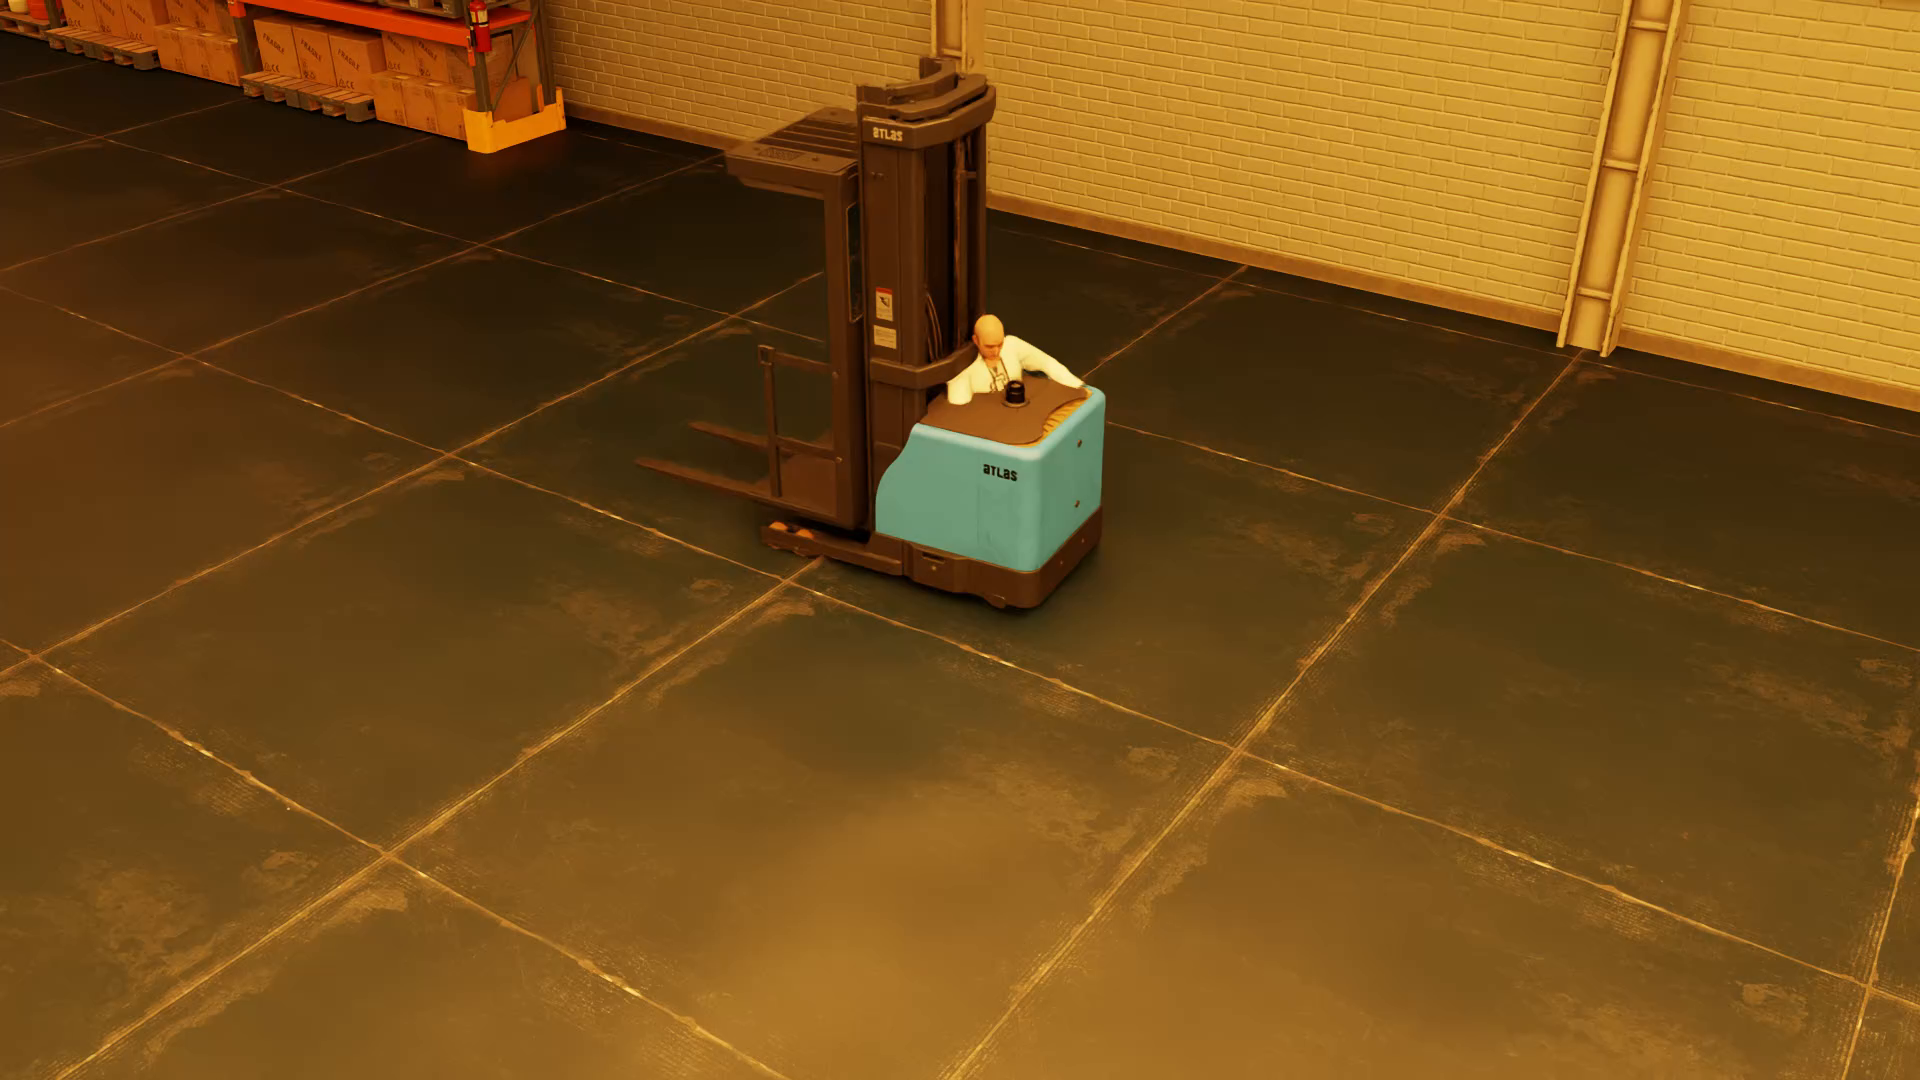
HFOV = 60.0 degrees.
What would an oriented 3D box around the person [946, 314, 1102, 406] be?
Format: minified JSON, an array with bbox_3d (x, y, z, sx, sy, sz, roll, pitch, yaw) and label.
[{"bbox_3d":[0.330,-0.577,9.933,0.980,1.563,0.786,-17,34,-27],"label":"person"}]

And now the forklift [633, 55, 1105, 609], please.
[{"bbox_3d":[-0.663,-1.381,9.959,3.031,2.935,1.130,15,33,24],"label":"forklift"}]
